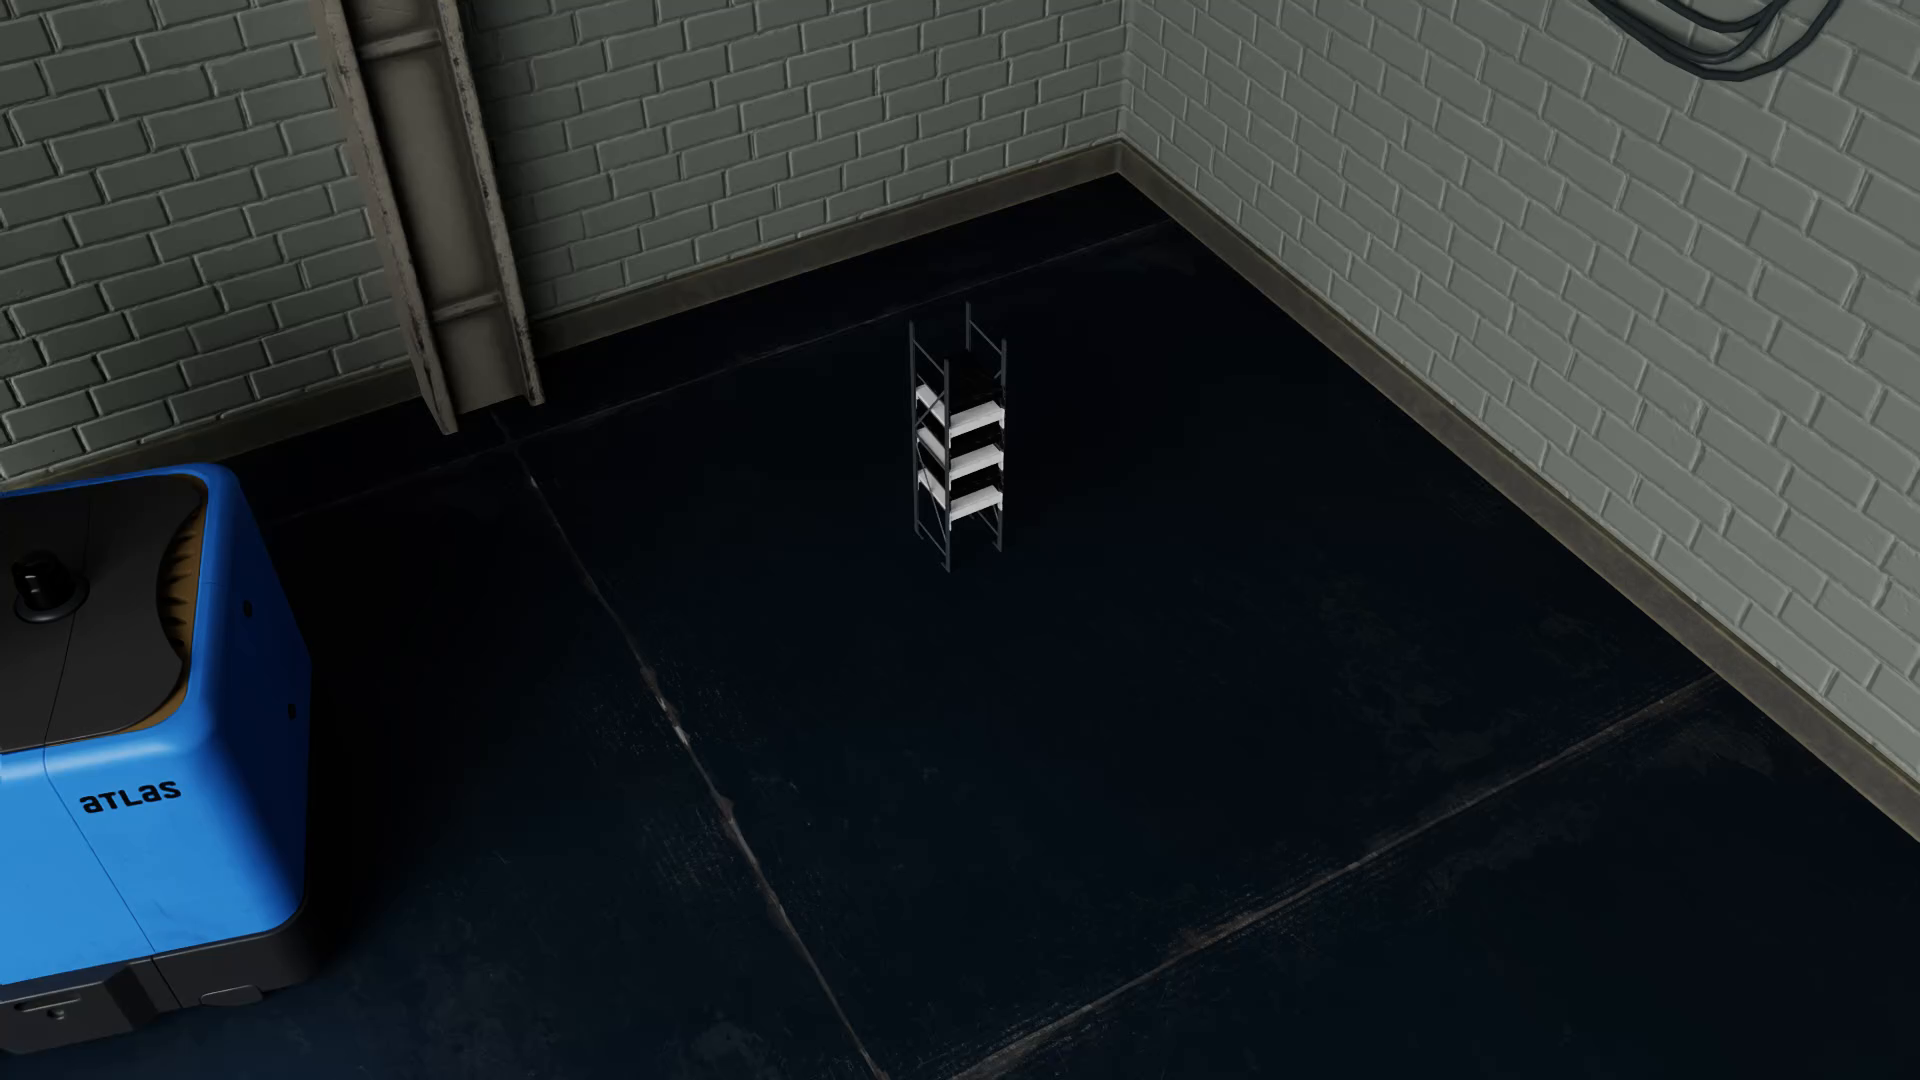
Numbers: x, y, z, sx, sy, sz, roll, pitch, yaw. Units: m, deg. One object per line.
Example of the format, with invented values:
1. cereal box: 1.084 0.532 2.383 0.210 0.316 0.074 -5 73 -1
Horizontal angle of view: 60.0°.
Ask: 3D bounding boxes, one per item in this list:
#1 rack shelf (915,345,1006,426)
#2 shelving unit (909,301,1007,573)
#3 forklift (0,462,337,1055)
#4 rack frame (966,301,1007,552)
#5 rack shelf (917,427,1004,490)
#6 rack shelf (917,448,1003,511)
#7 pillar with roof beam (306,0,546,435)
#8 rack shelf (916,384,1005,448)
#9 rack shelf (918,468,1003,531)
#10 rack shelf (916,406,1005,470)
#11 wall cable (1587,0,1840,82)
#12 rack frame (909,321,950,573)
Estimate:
1. rack shelf: -0.007 -0.490 5.269 0.200 0.077 0.258 -22 48 -21
2. shelving unit: -0.007 -0.320 5.434 0.210 0.900 0.258 -22 48 -21
3. forklift: -3.275 0.073 3.571 3.031 2.935 1.130 -10 45 -10
4. rack frame: 0.081 -0.355 5.470 0.006 0.900 0.240 -22 48 -21
5. rack shelf: -0.007 -0.296 5.457 0.200 0.077 0.258 -22 48 -21
6. rack shelf: -0.007 -0.232 5.520 0.200 0.077 0.258 -22 48 -21
7. pillar with roof beam: 0.333 -1.177 0.501 0.400 9.000 9.100 -22 48 -21
8. rack shelf: -0.007 -0.425 5.332 0.200 0.077 0.258 -22 48 -21
9. rack shelf: -0.007 -0.167 5.582 0.200 0.077 0.258 -22 48 -21
10. rack shelf: -0.007 -0.361 5.394 0.200 0.077 0.258 -22 48 -21
11. wall cable: 1.402 -2.886 4.492 0.112 2.526 3.097 -22 48 -21
12. rack frame: -0.095 -0.285 5.397 0.006 0.900 0.240 -22 48 -21
